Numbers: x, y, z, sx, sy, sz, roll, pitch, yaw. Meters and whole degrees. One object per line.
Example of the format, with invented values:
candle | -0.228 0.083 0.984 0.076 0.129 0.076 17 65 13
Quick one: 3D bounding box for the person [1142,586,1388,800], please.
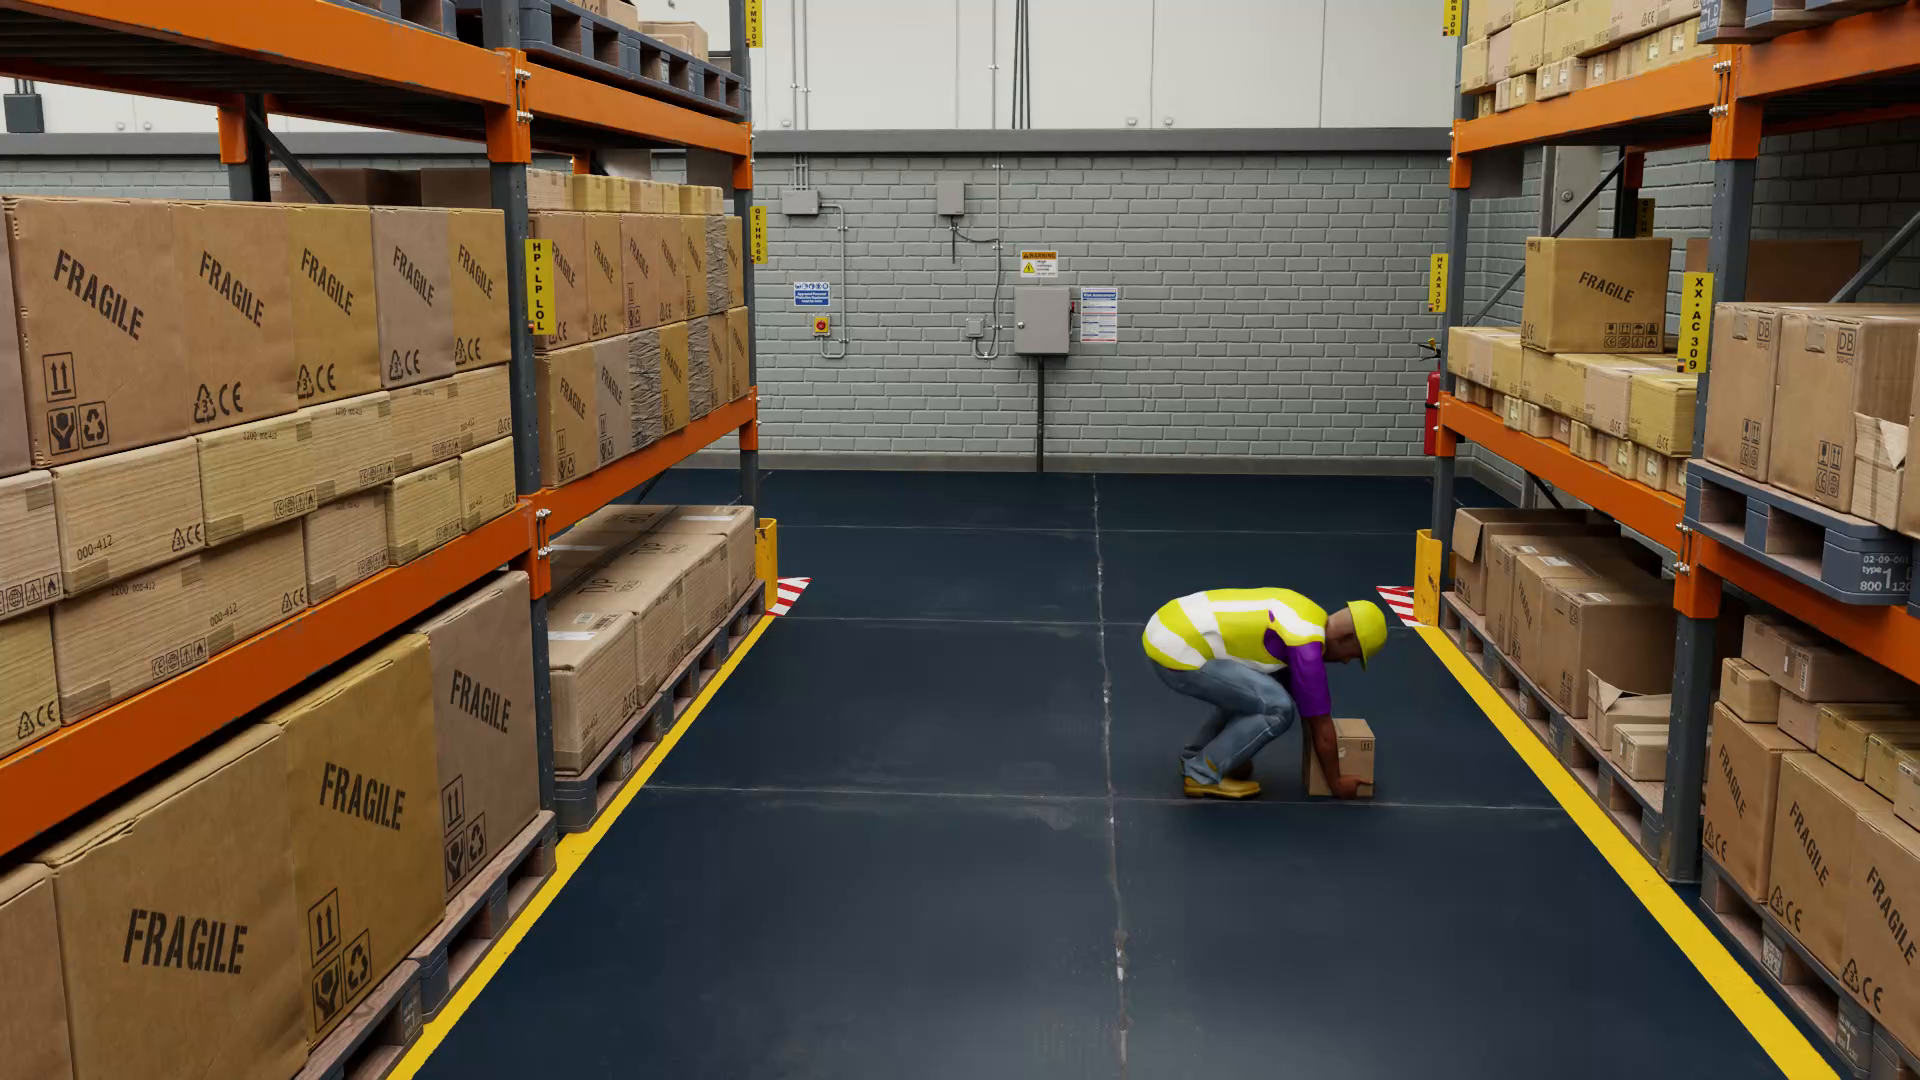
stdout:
person | 1.229 0.605 6.747 0.980 0.843 0.519 0 11 2
